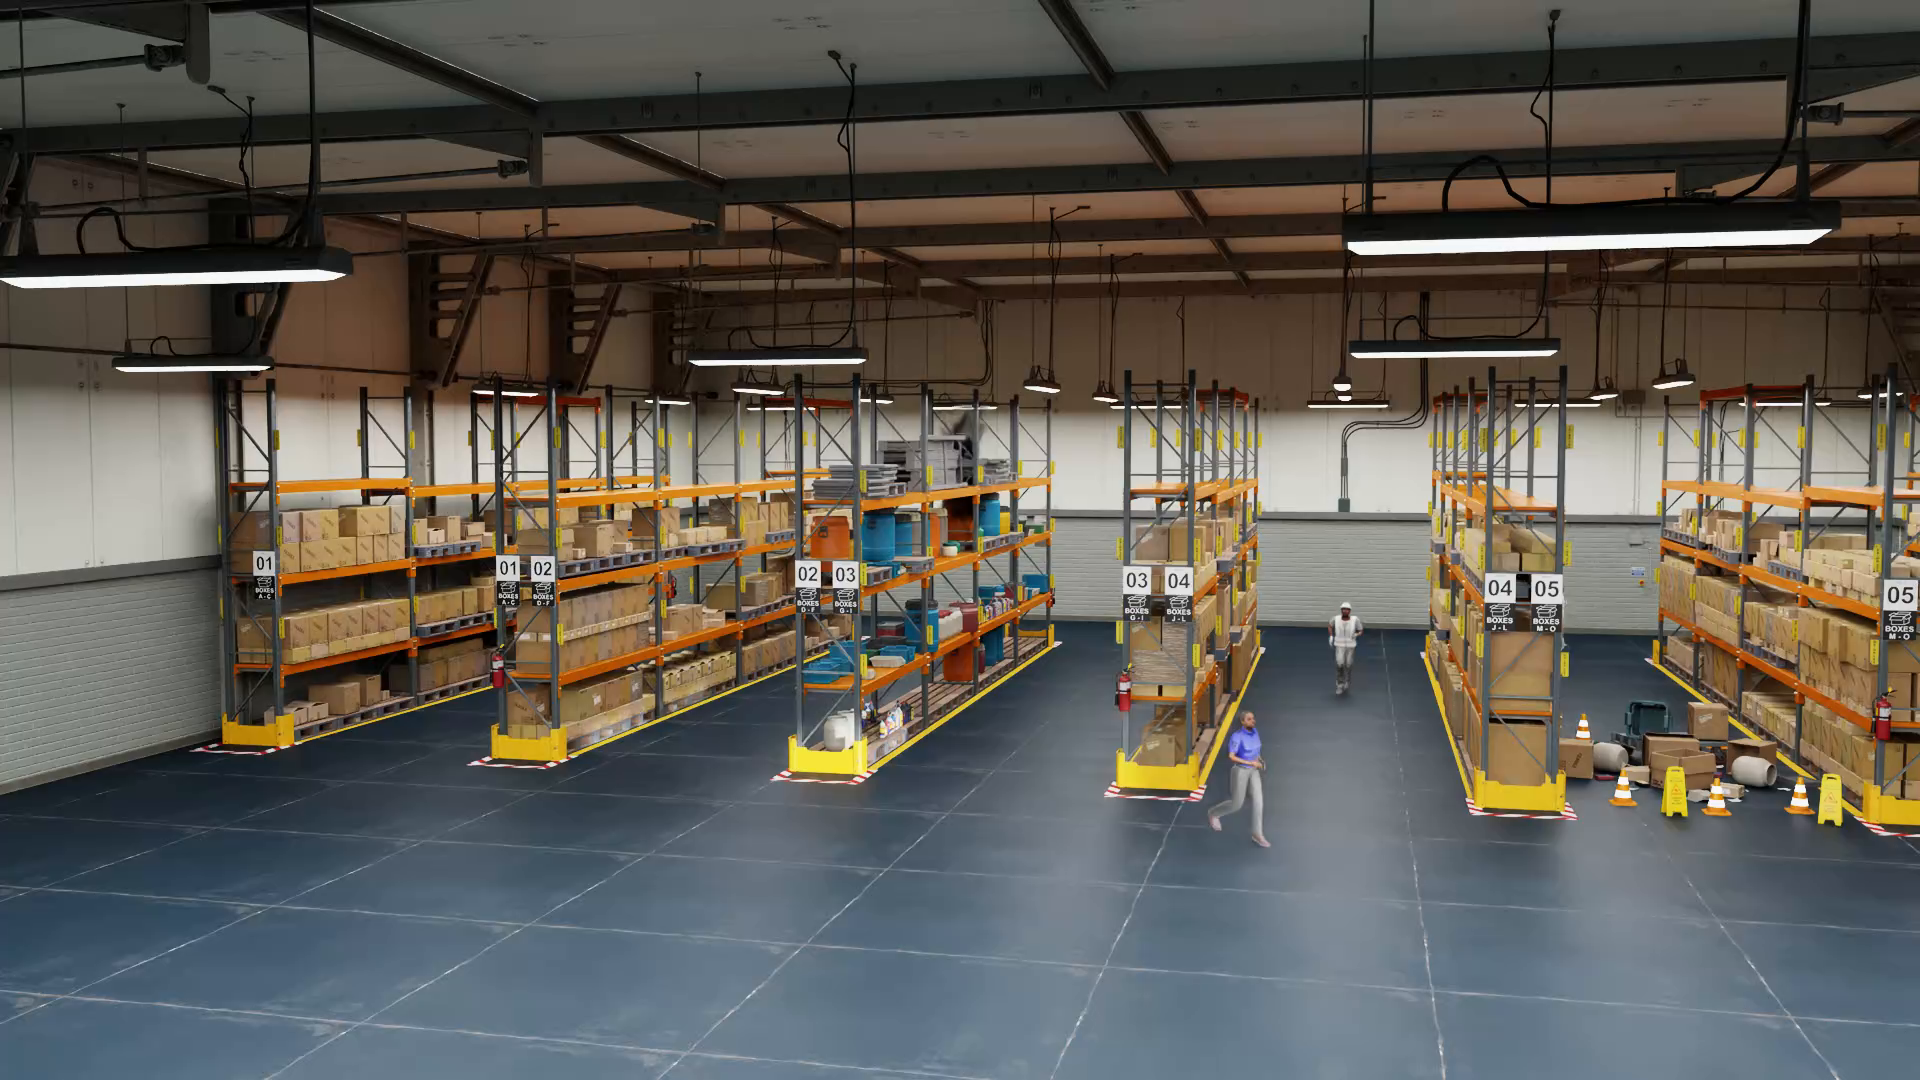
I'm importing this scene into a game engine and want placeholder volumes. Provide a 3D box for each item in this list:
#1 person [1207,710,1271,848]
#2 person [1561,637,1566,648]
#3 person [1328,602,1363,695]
[{"bbox_3d":[3.532,2.984,20.772,0.588,1.577,0.908,-2,4,-35],"label":"person"},{"bbox_3d":[13.816,1.798,39.083,0.853,1.730,0.607,1,4,15],"label":"person"},{"bbox_3d":[7.643,2.151,32.926,0.662,1.840,0.778,0,3,8],"label":"person"}]
